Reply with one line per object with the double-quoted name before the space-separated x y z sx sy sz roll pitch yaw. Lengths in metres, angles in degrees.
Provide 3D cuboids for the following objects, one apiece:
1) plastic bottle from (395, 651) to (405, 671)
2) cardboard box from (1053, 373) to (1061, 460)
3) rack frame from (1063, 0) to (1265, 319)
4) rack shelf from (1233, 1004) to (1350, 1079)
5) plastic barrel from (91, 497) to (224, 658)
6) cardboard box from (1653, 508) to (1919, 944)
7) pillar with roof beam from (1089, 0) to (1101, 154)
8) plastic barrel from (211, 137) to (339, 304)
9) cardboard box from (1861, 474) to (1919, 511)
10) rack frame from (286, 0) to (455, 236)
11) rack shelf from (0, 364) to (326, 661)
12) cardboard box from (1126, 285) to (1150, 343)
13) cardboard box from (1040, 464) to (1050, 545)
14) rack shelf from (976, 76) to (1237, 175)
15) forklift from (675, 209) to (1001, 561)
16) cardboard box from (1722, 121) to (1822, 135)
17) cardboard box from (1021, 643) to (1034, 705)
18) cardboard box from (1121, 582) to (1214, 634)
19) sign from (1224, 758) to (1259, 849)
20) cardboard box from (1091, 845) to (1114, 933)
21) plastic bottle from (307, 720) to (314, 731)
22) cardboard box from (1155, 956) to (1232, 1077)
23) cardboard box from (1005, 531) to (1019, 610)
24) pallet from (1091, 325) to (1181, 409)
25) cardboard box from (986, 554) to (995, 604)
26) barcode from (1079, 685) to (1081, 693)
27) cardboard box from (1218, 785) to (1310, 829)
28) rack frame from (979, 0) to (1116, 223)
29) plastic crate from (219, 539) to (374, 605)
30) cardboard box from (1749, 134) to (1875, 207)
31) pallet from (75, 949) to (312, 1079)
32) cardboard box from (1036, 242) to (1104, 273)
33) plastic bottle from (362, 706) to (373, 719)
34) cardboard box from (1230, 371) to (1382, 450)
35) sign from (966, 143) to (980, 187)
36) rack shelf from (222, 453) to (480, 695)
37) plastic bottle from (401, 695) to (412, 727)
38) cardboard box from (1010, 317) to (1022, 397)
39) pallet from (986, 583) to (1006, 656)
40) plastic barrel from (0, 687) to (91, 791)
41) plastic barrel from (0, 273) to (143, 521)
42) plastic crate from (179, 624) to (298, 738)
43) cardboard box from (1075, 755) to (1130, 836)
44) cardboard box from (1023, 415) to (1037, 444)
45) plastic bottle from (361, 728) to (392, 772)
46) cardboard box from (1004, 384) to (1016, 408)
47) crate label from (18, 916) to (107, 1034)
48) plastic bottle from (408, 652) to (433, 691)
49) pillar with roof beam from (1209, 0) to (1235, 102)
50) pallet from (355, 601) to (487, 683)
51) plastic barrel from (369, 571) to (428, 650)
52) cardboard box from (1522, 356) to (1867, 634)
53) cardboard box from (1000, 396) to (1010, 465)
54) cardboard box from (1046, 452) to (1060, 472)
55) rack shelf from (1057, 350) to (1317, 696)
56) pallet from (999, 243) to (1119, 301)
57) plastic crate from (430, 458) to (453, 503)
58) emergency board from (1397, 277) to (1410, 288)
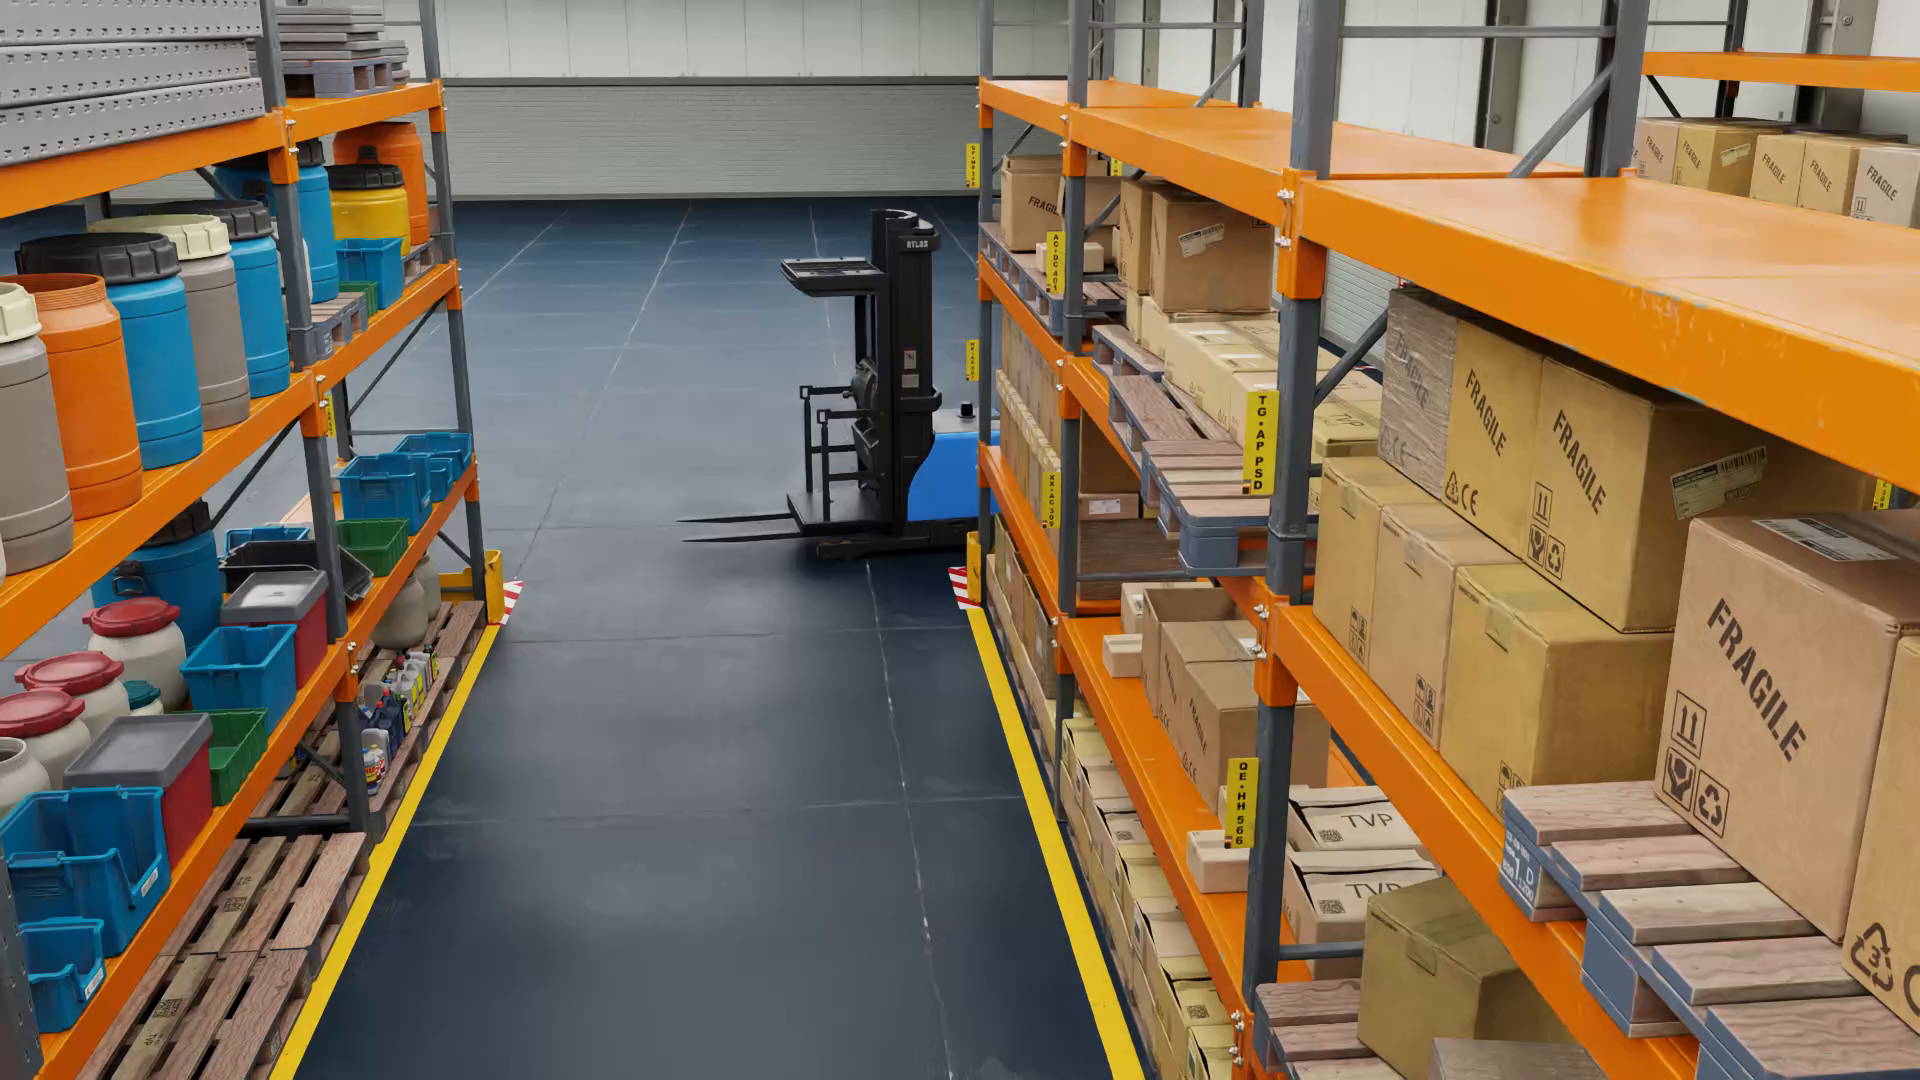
"plastic bottle" -3.757 0.870 11.199 0.061 0.283 0.133 -2 18 -6
"cardboard box" 0.959 -0.739 10.189 0.700 0.500 0.500 -2 18 -6
"rack frame" 1.065 -2.652 8.600 1.000 3.000 0.127 -2 18 -6
"rack shelf" 1.684 2.341 3.912 1.077 0.370 4.000 -2 18 -6
"plastic barrel" -4.124 0.248 8.543 0.600 0.901 0.708 -2 18 -6
"cardboard box" 1.771 0.317 3.115 0.600 0.600 0.600 -2 18 -8
"pillar with roof beam" -0.865 -12.621 40.354 9.100 9.000 0.400 -2 18 -6
"plastic barrel" -3.859 -1.808 9.383 0.600 0.901 0.708 -2 18 -6
"cardboard box" 5.635 -0.371 10.315 0.500 0.500 0.500 -2 18 -6
"rack frame" -4.275 -3.692 11.912 1.000 3.000 0.127 -2 18 -6
"rack shelf" -3.656 -0.130 6.775 1.077 0.370 4.000 -2 18 -6
"cardboard box" 1.119 -1.166 8.423 0.500 0.250 0.500 0 17 0
"cardboard box" 0.904 -0.276 10.881 0.700 0.500 0.500 -2 17 -5
"rack shelf" 0.858 -2.714 10.666 1.077 0.370 4.000 -2 18 -6
"forklift" -1.023 -1.384 14.693 3.031 2.935 1.130 -4 18 -13
"cardboard box" 5.951 -2.818 12.269 0.500 0.500 0.500 -1 17 -2
"cardboard box" 0.692 0.893 11.215 0.500 0.250 0.500 -2 18 -6
"cardboard box" 1.159 0.427 9.058 0.500 0.250 0.500 -1 17 -2
"sign" 0.926 0.868 5.471 0.100 0.325 0.005 -2 18 -6
"cardboard box" 0.967 1.756 8.464 0.500 0.250 0.500 -2 18 -7
"plastic bottle" -4.176 1.060 10.593 0.061 0.283 0.133 -2 18 -6
"cardboard box" 1.118 1.943 6.933 0.500 0.311 0.500 -2 18 -6
"cardboard box" 0.604 0.237 12.053 0.500 0.500 0.500 -2 18 -6
"pallet" 1.169 -0.867 8.242 0.805 0.209 1.217 -2 18 -8
"cardboard box" 0.486 0.297 13.113 0.500 0.250 0.500 -2 18 -6
"barcode" 0.677 0.824 9.380 0.001 0.075 0.075 -2 18 -6
"cardboard box" 1.290 1.144 6.945 0.380 0.149 0.250 0 17 -2
"rack frame" 0.652 -3.843 12.396 1.000 3.000 0.127 -2 18 -6
"plastic crate" -3.790 0.232 9.533 0.767 0.338 0.504 -2 18 -6
"cardboard box" 5.539 -2.368 10.835 0.500 0.500 0.500 -2 18 -8
"pallet" -3.614 2.290 7.531 1.003 0.211 1.213 -2 18 -6
"cardboard box" 0.668 -1.719 10.121 0.380 0.149 0.250 -2 18 -6
"plastic bottle" -3.668 1.161 10.290 0.097 0.271 0.097 0 17 0
"cardboard box" 1.302 -0.447 6.134 0.500 0.250 0.500 -1 17 -4
"sign" 0.099 -2.852 12.654 0.100 0.325 0.005 -2 18 -6
"rack shelf" -4.069 0.110 11.020 1.077 0.370 4.000 -2 18 -6
"plastic bottle" -3.558 1.093 10.625 0.097 0.201 0.097 0 17 0
"cardboard box" 0.753 -1.336 12.092 0.700 0.500 0.500 -2 18 -7
"pallet" 0.773 0.576 12.991 1.003 0.211 1.213 -2 18 -6
"plastic barrel" -3.862 0.937 6.958 0.433 0.535 0.433 0 17 0
"plastic barrel" -3.386 -0.528 6.127 0.600 0.830 0.708 -2 18 -6
"plastic crate" -3.439 0.689 8.001 0.392 0.384 0.575 -2 18 -6
"cardboard box" 0.906 1.335 8.871 0.500 0.311 0.500 -2 18 -6
"cardboard box" 0.636 -0.757 11.330 0.380 0.149 0.250 -2 18 -5
"plastic bottle" -3.520 1.248 10.006 0.152 0.276 0.135 -1 17 -4
"cardboard box" 0.533 -1.062 12.302 0.380 0.149 0.250 -2 18 -5
"crate label" -3.121 1.497 5.681 0.303 0.233 0.416 -2 18 -6
"plastic bottle" -3.651 0.870 11.211 0.152 0.276 0.135 -2 18 -5
"pillar with roof beam" 0.373 -9.046 28.966 9.100 9.000 0.400 -2 18 -6
"pallet" -4.142 0.765 12.389 1.003 0.211 1.213 -2 18 -6
"plastic barrel" -4.080 0.500 12.028 0.421 0.512 0.421 0 17 0
"cardboard box" 1.621 -0.120 3.706 0.500 0.500 0.500 -2 18 -6
"cardboard box" 0.688 -0.889 12.835 0.700 0.500 0.500 -2 18 -6
"cardboard box" 0.742 -0.451 10.356 0.380 0.149 0.250 -2 18 -6
"rack shelf" 1.271 -0.281 7.259 1.077 0.370 4.000 -2 18 -6
"pallet" 0.828 -1.794 11.025 1.003 0.211 1.213 -2 18 -6
"plastic crate" -3.865 -0.425 11.771 0.499 0.251 0.408 -2 18 -6
"emergency board" 5.676 -3.479 21.249 0.194 1.169 0.643 -2 18 -6
